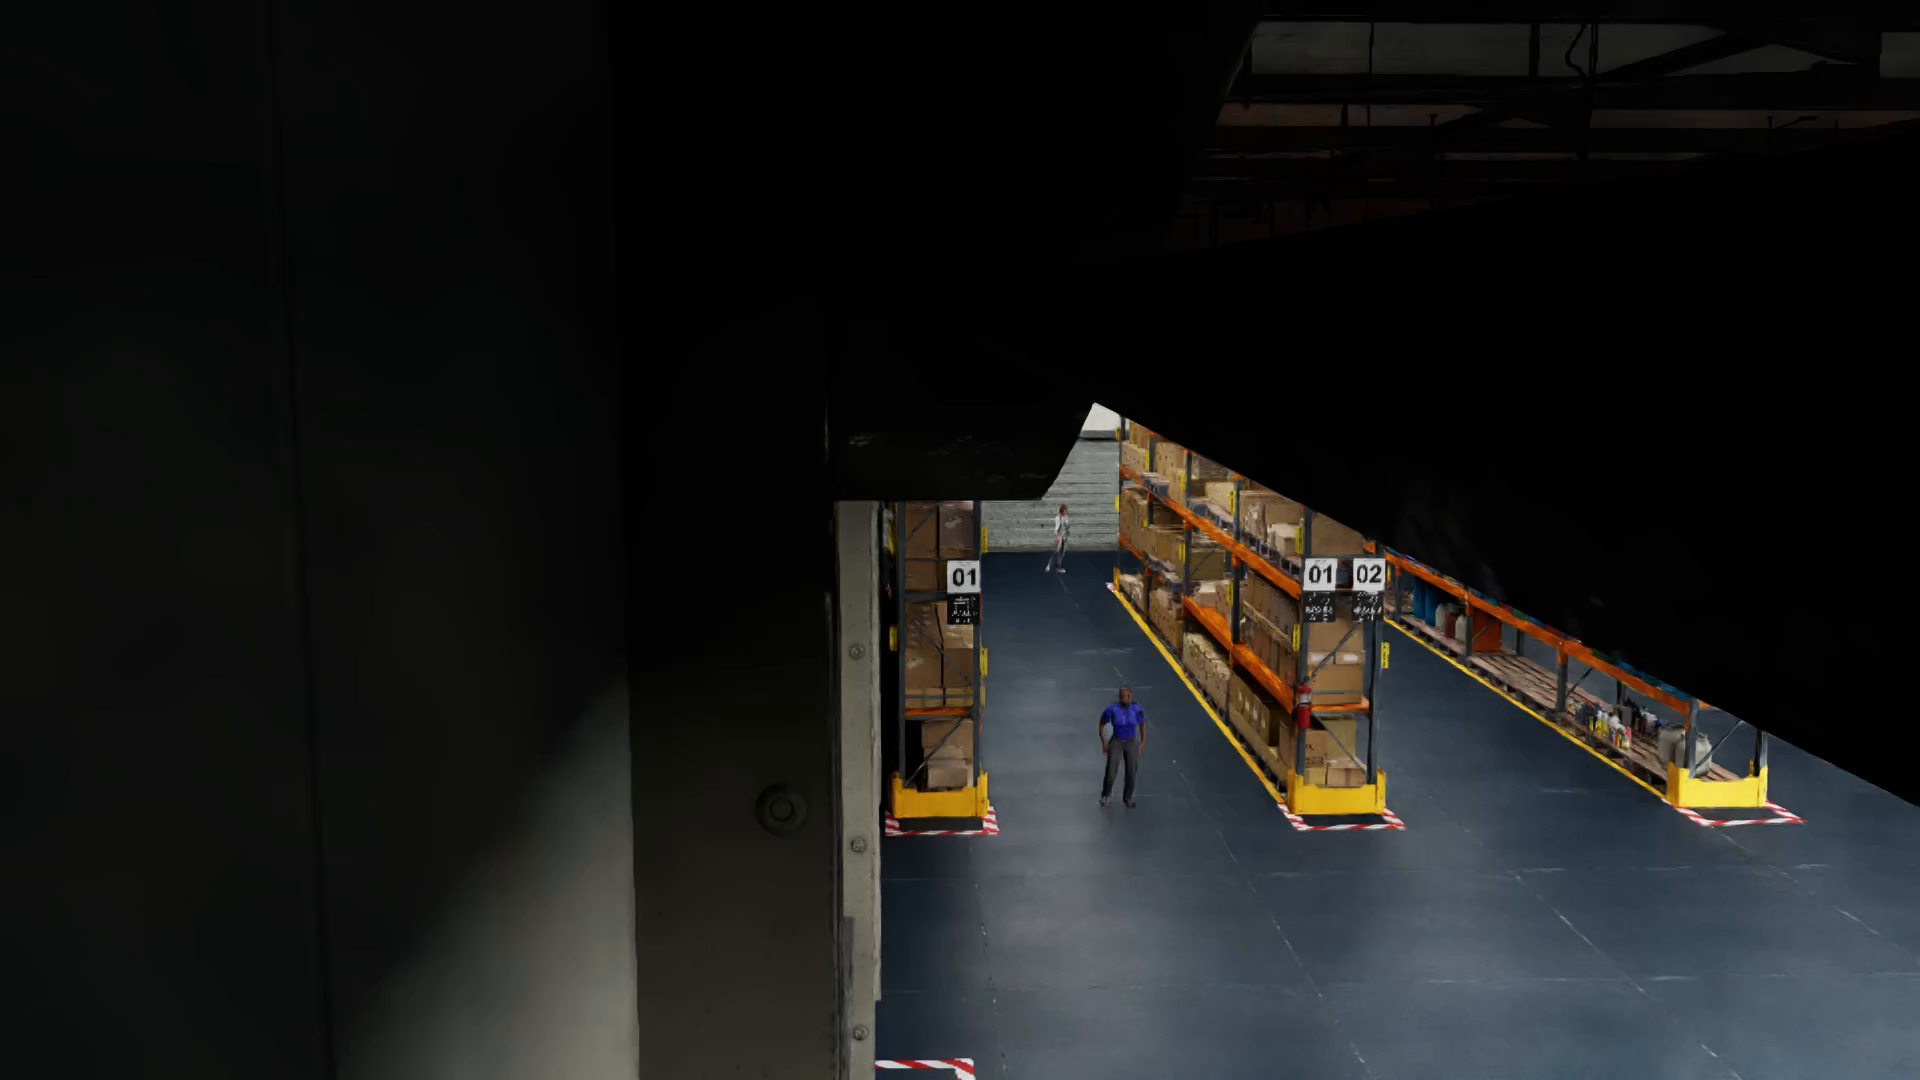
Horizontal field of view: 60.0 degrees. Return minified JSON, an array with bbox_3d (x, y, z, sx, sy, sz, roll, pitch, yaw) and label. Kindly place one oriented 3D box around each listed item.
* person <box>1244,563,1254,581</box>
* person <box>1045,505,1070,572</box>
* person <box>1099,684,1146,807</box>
[{"bbox_3d":[5.737,0.824,32.428,0.370,1.679,0.587,-2,9,-17],"label":"person"},{"bbox_3d":[2.283,-0.036,38.787,0.452,1.586,0.574,8,12,44],"label":"person"},{"bbox_3d":[2.029,2.565,20.808,0.592,1.604,0.518,-1,8,-4],"label":"person"}]
